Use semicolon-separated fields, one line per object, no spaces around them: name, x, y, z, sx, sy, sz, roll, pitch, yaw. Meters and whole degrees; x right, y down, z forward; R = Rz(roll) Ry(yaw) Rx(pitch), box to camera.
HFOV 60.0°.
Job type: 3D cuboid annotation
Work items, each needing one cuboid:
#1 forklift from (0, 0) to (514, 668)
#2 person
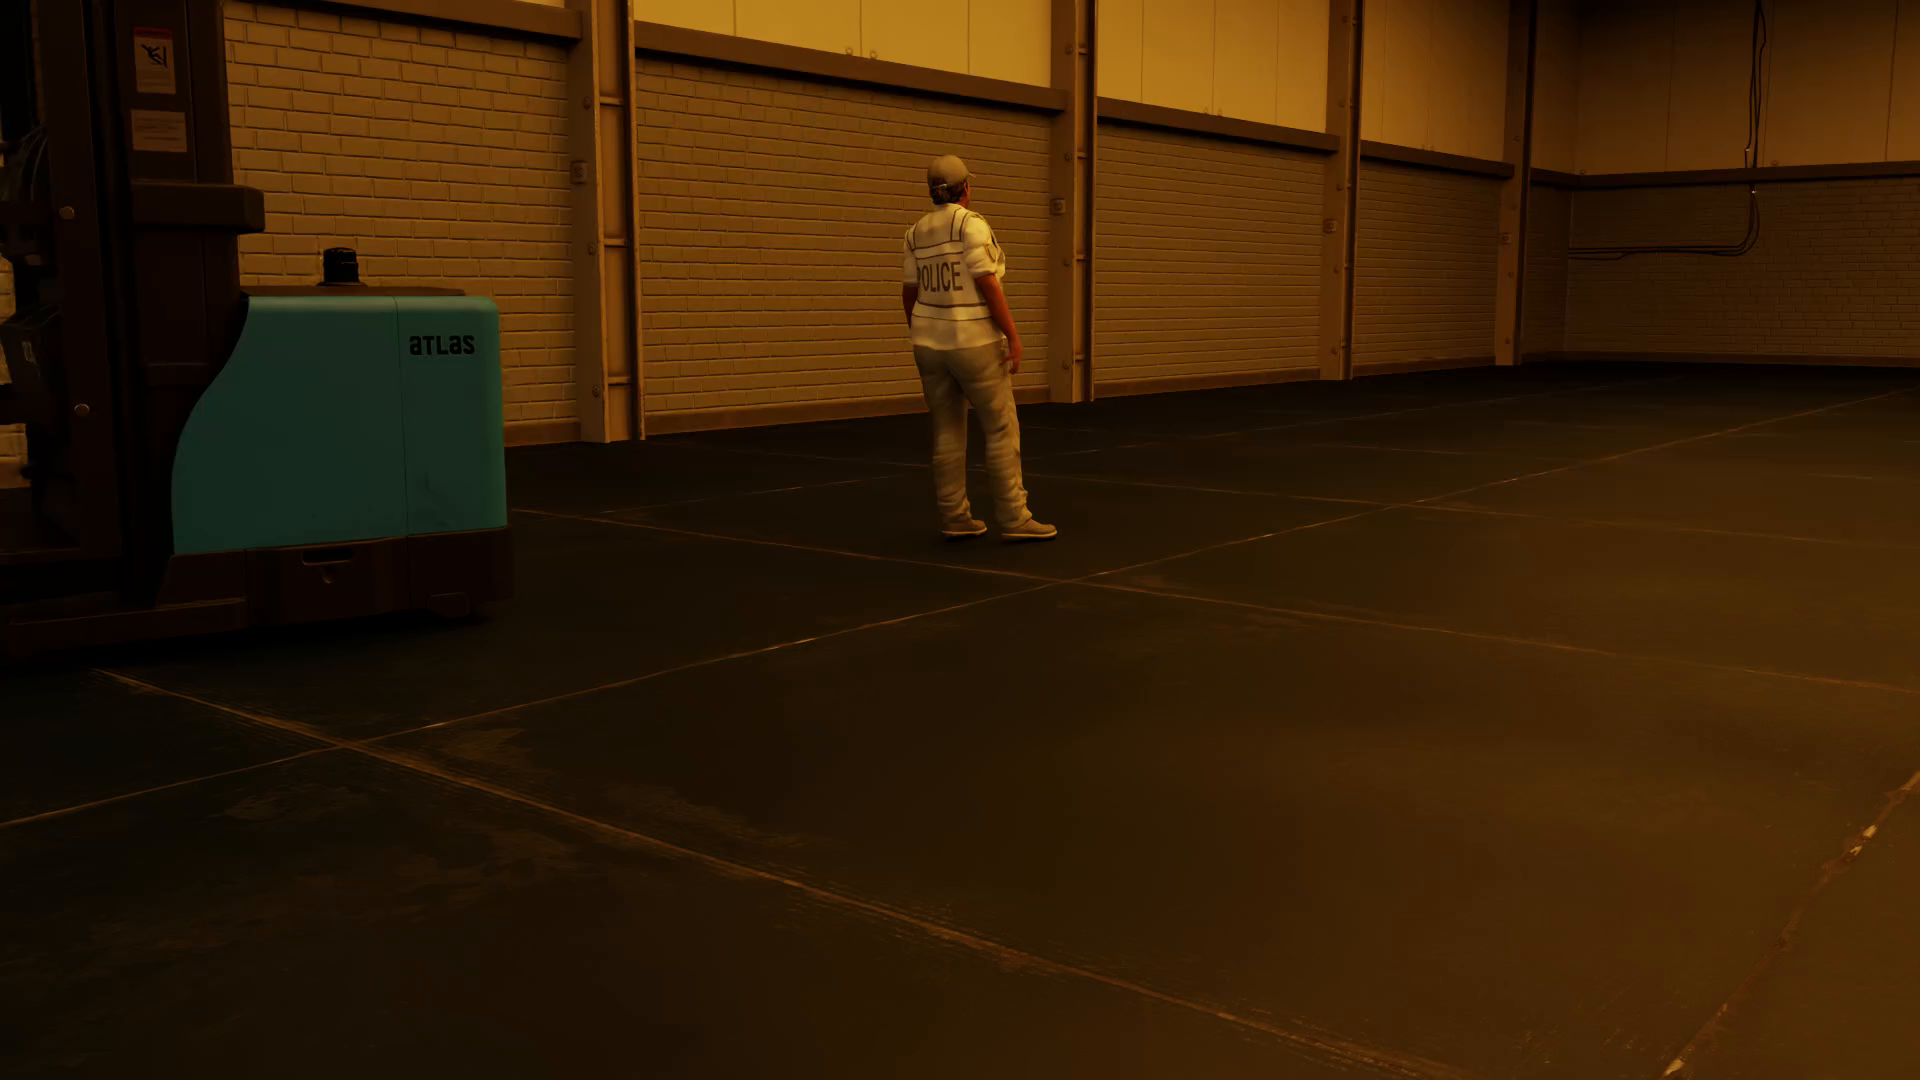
forklift;-3.003;-1.120;4.937;3.031;2.935;1.130;-6;10;-35
person;0.066;-0.838;7.328;0.598;1.670;0.529;7;11;38
